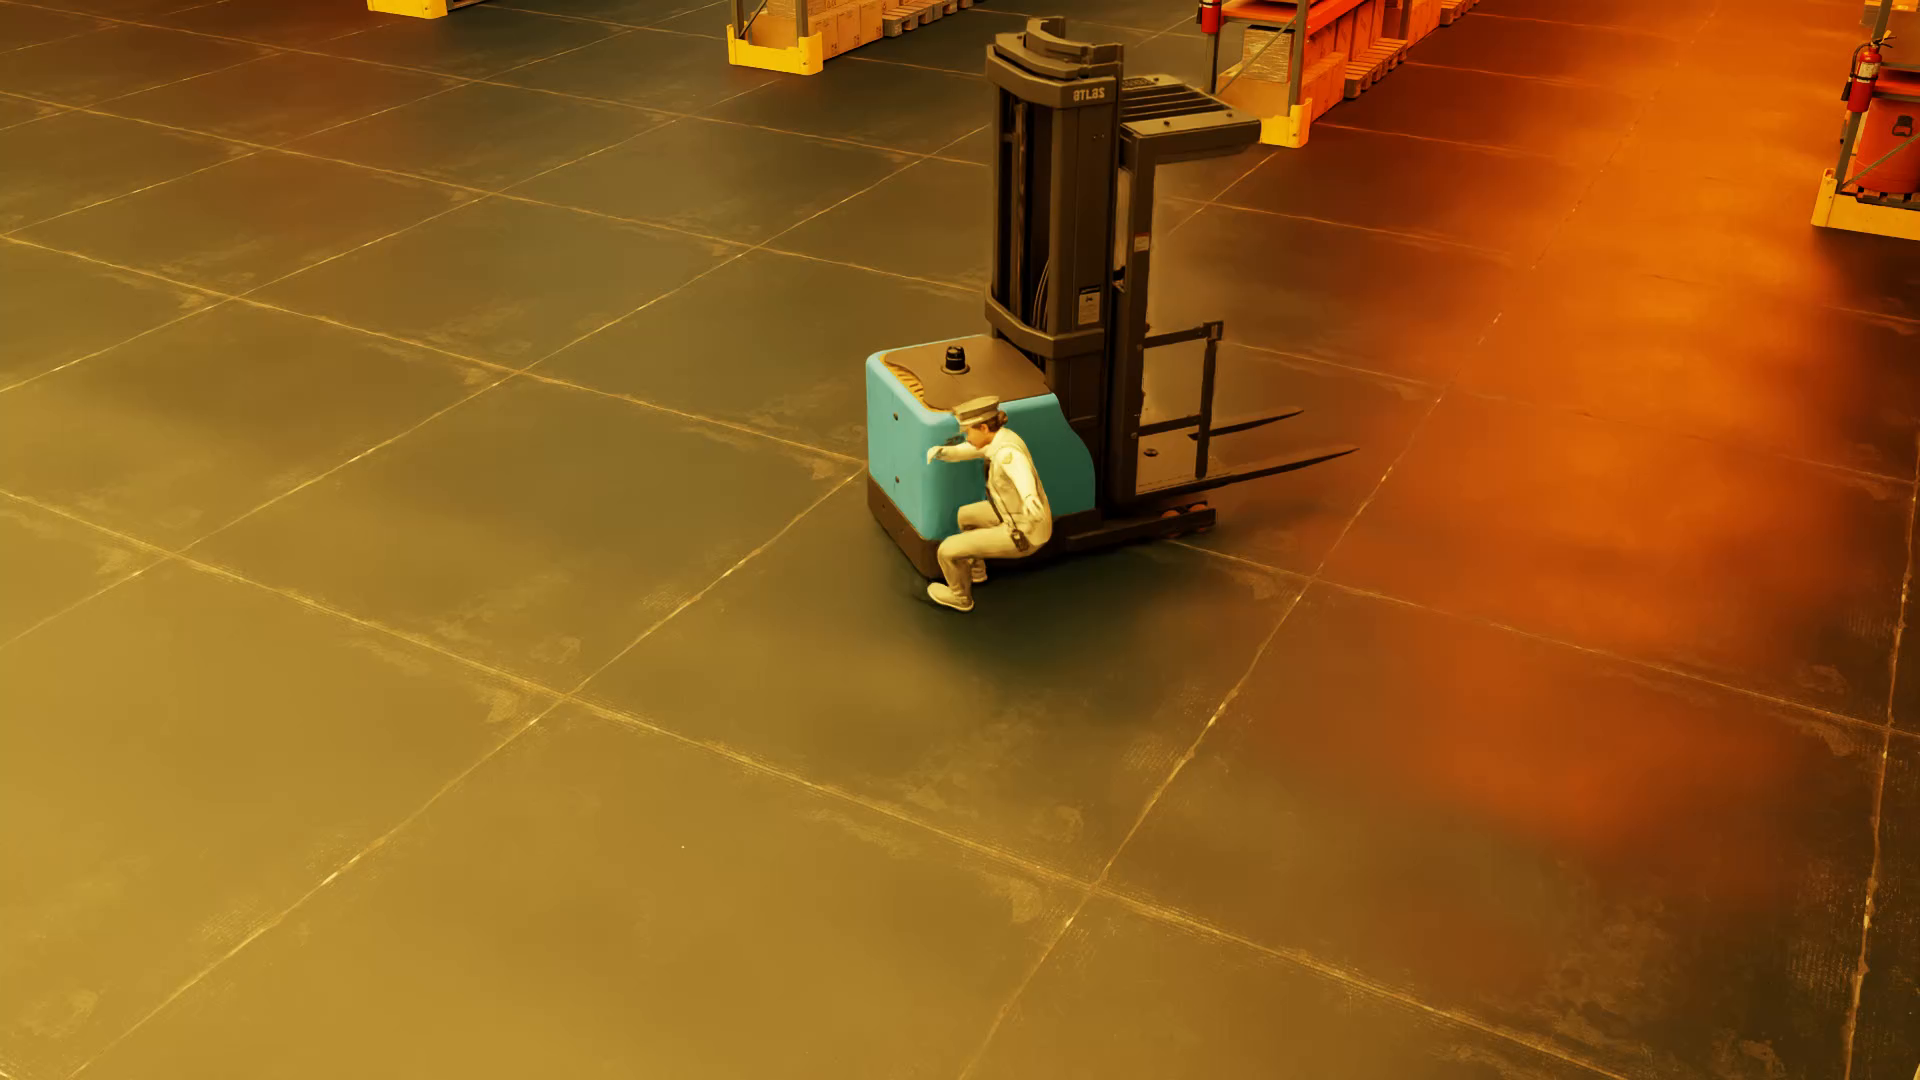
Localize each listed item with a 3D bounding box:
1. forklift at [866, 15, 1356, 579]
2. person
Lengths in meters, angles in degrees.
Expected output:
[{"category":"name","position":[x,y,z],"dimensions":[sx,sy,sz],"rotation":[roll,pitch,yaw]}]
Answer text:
[{"category":"forklift","position":[0.998,-1.510,9.687],"dimensions":[3.031,2.935,1.130],"rotation":[-12,32,-20]},{"category":"person","position":[0.145,-0.064,8.799],"dimensions":[0.686,1.367,1.308],"rotation":[2,30,3]}]
